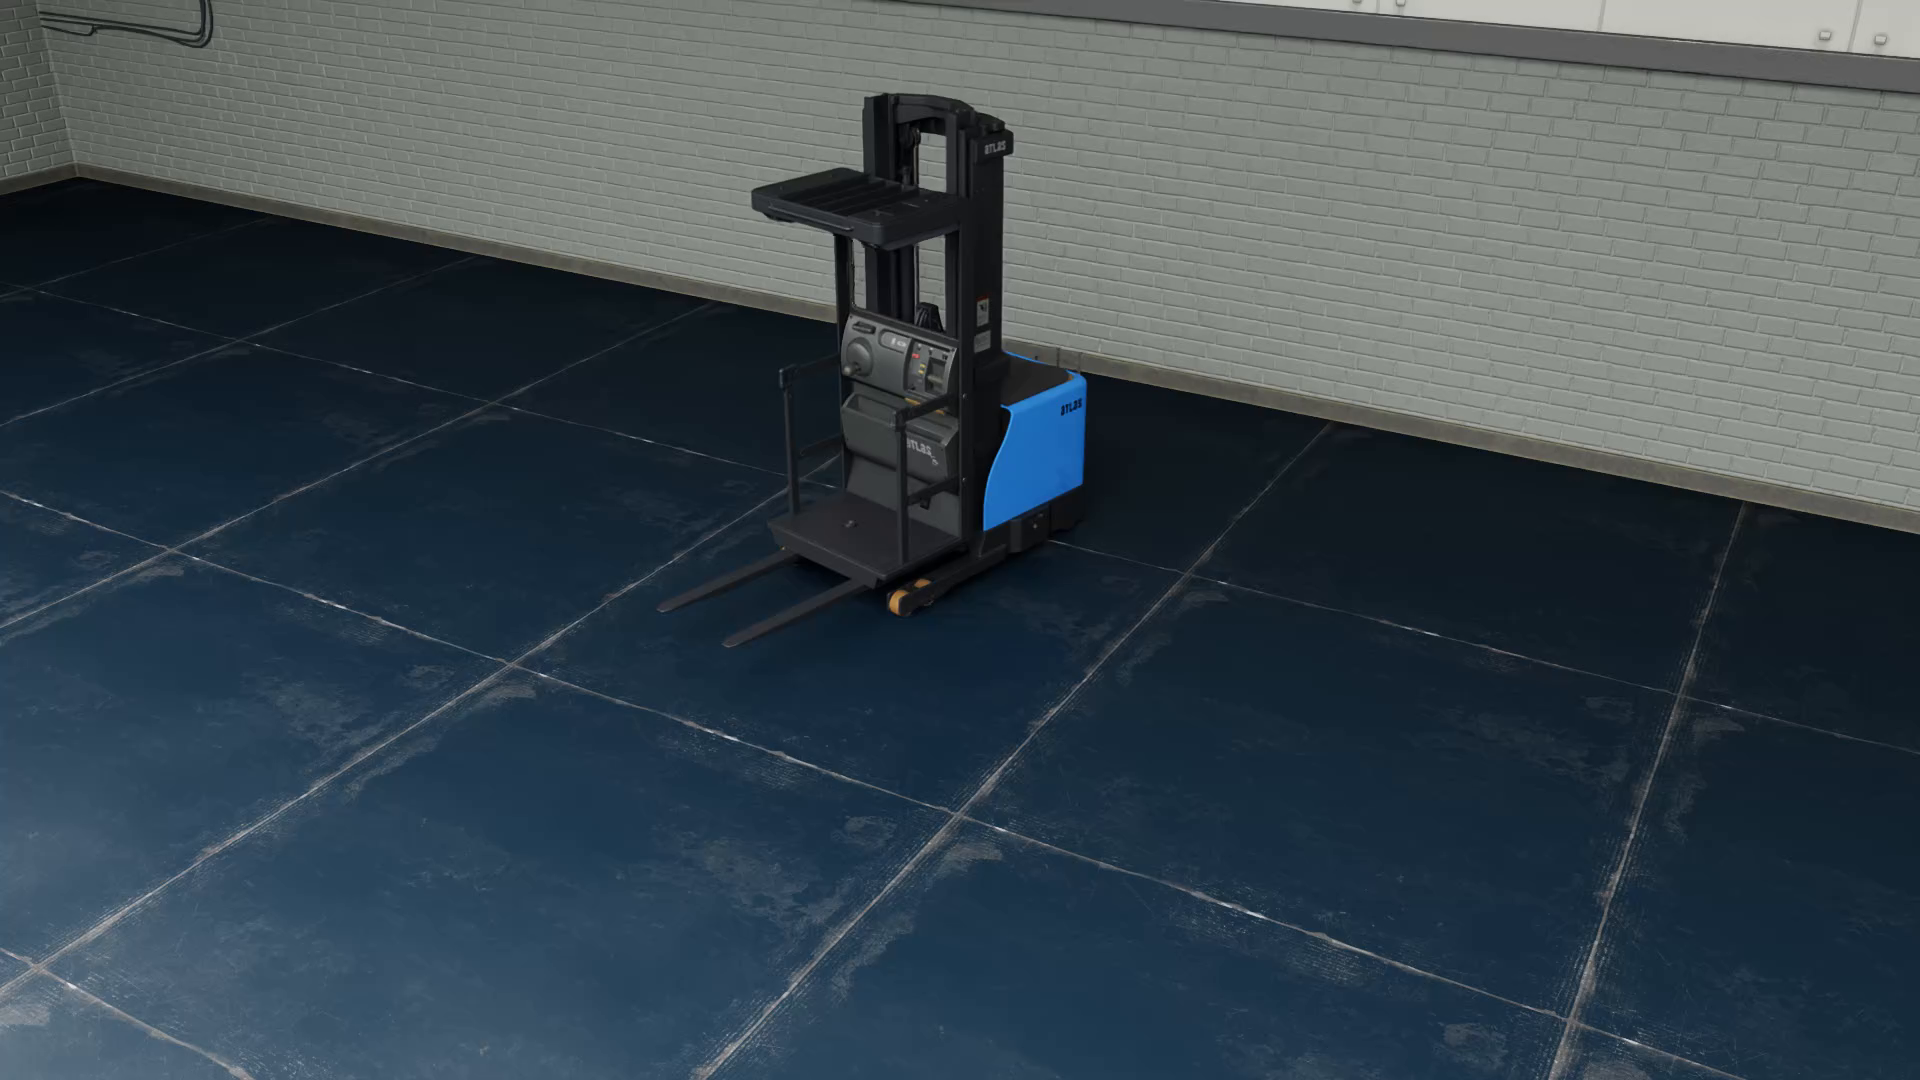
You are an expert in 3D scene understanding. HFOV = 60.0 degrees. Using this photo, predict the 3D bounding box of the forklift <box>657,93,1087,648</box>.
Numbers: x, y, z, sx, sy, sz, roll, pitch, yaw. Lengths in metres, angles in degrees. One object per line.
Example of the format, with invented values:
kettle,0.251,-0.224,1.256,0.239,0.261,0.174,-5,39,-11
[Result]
forklift,-0.523,-1.096,10.086,1.130,2.935,3.031,23,34,38

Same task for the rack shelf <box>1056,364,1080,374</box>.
rack shelf,0.665,-1.039,11.451,0.215,0.259,0.240,21,31,36

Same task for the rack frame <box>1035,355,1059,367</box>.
rack frame,0.578,-0.754,11.481,0.200,1.050,0.008,21,31,36

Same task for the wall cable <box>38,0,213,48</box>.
wall cable,-9.274,-6.647,17.864,3.097,2.526,0.112,14,30,26

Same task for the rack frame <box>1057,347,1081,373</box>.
rack frame,0.737,-0.828,11.651,0.200,1.050,0.008,21,31,36

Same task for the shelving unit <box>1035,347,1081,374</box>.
shelving unit,0.658,-0.791,11.566,0.215,1.050,0.252,21,31,36
